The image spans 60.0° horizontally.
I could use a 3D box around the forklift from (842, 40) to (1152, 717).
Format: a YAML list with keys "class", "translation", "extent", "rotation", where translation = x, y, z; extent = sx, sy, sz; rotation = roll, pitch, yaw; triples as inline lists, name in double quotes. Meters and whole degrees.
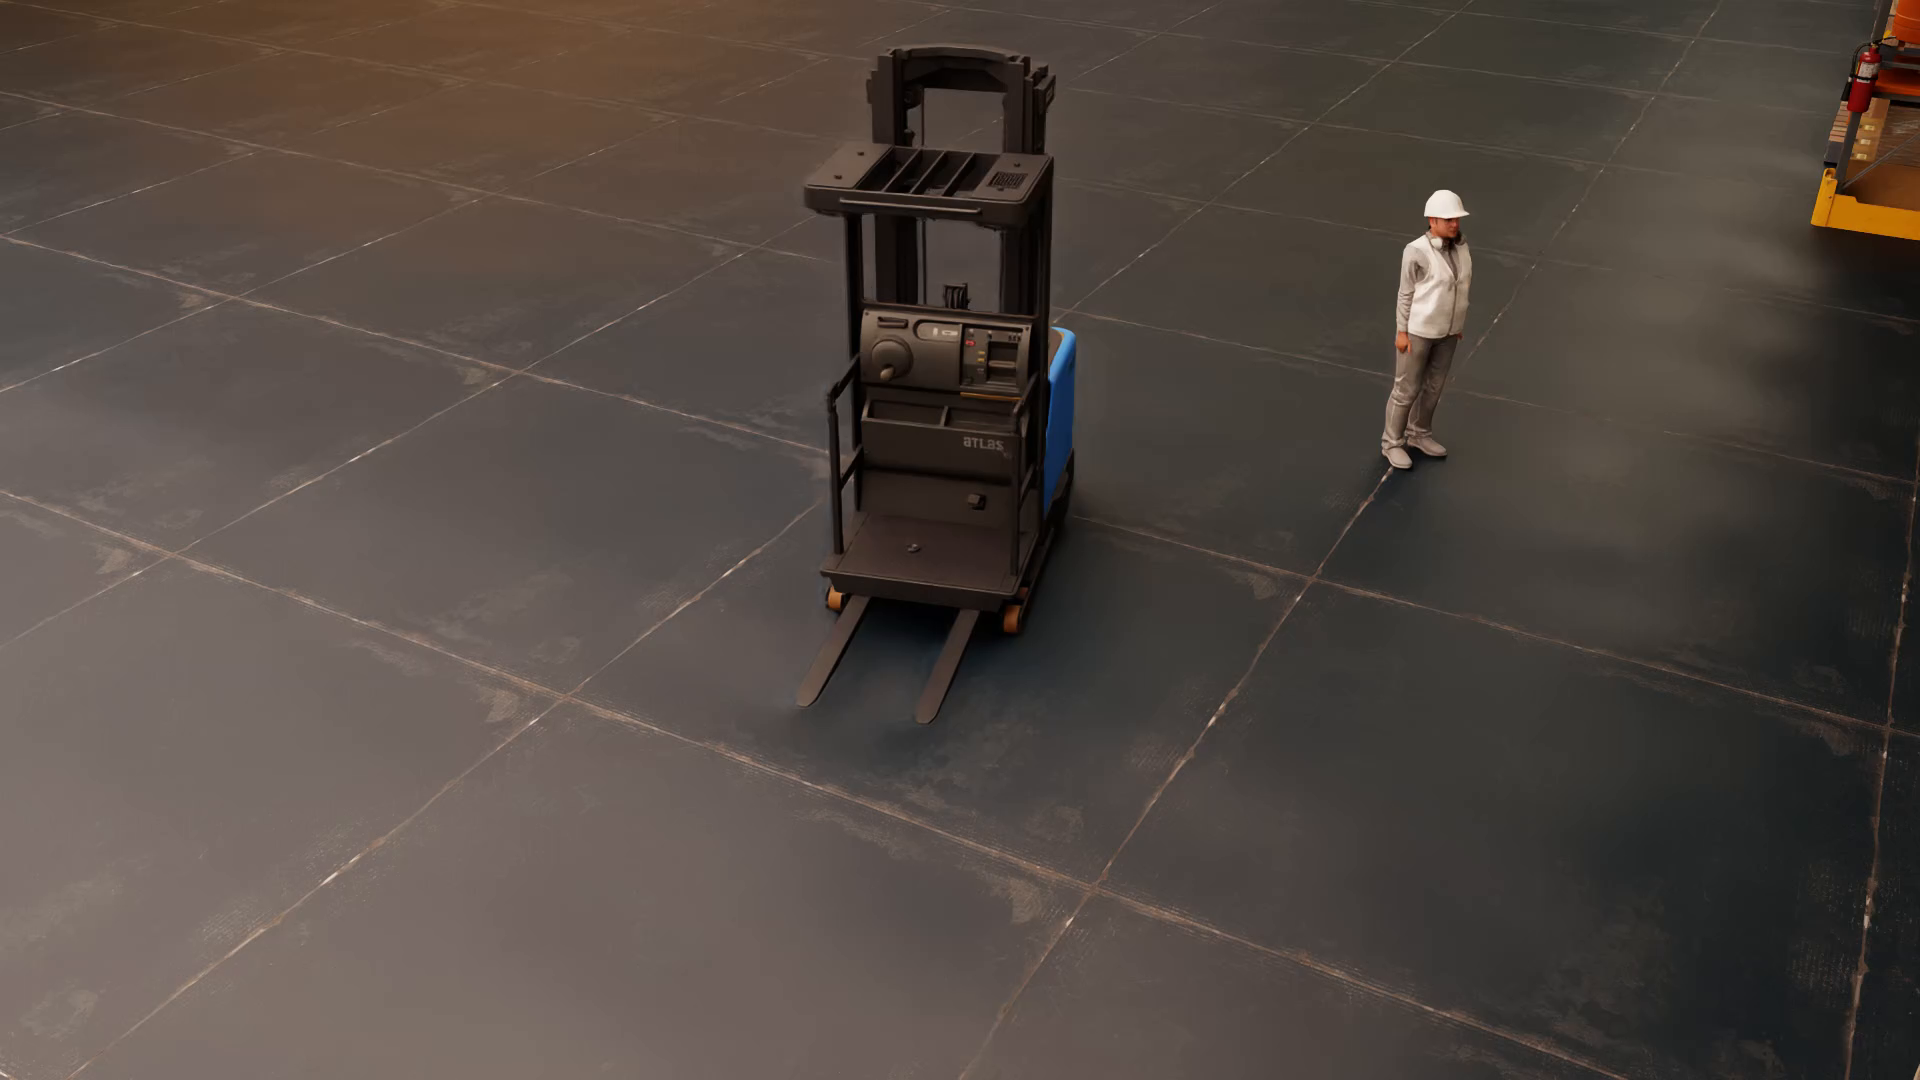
- class: "forklift"
  translation: [0.191, -0.995, 8.794]
  extent: [1.130, 2.935, 3.031]
  rotation: [-9, 31, -15]

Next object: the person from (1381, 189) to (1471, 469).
- class: "person"
  translation: [2.993, -1.347, 10.565]
  extent: [0.525, 1.776, 0.376]
  rotation: [-17, 34, -26]
